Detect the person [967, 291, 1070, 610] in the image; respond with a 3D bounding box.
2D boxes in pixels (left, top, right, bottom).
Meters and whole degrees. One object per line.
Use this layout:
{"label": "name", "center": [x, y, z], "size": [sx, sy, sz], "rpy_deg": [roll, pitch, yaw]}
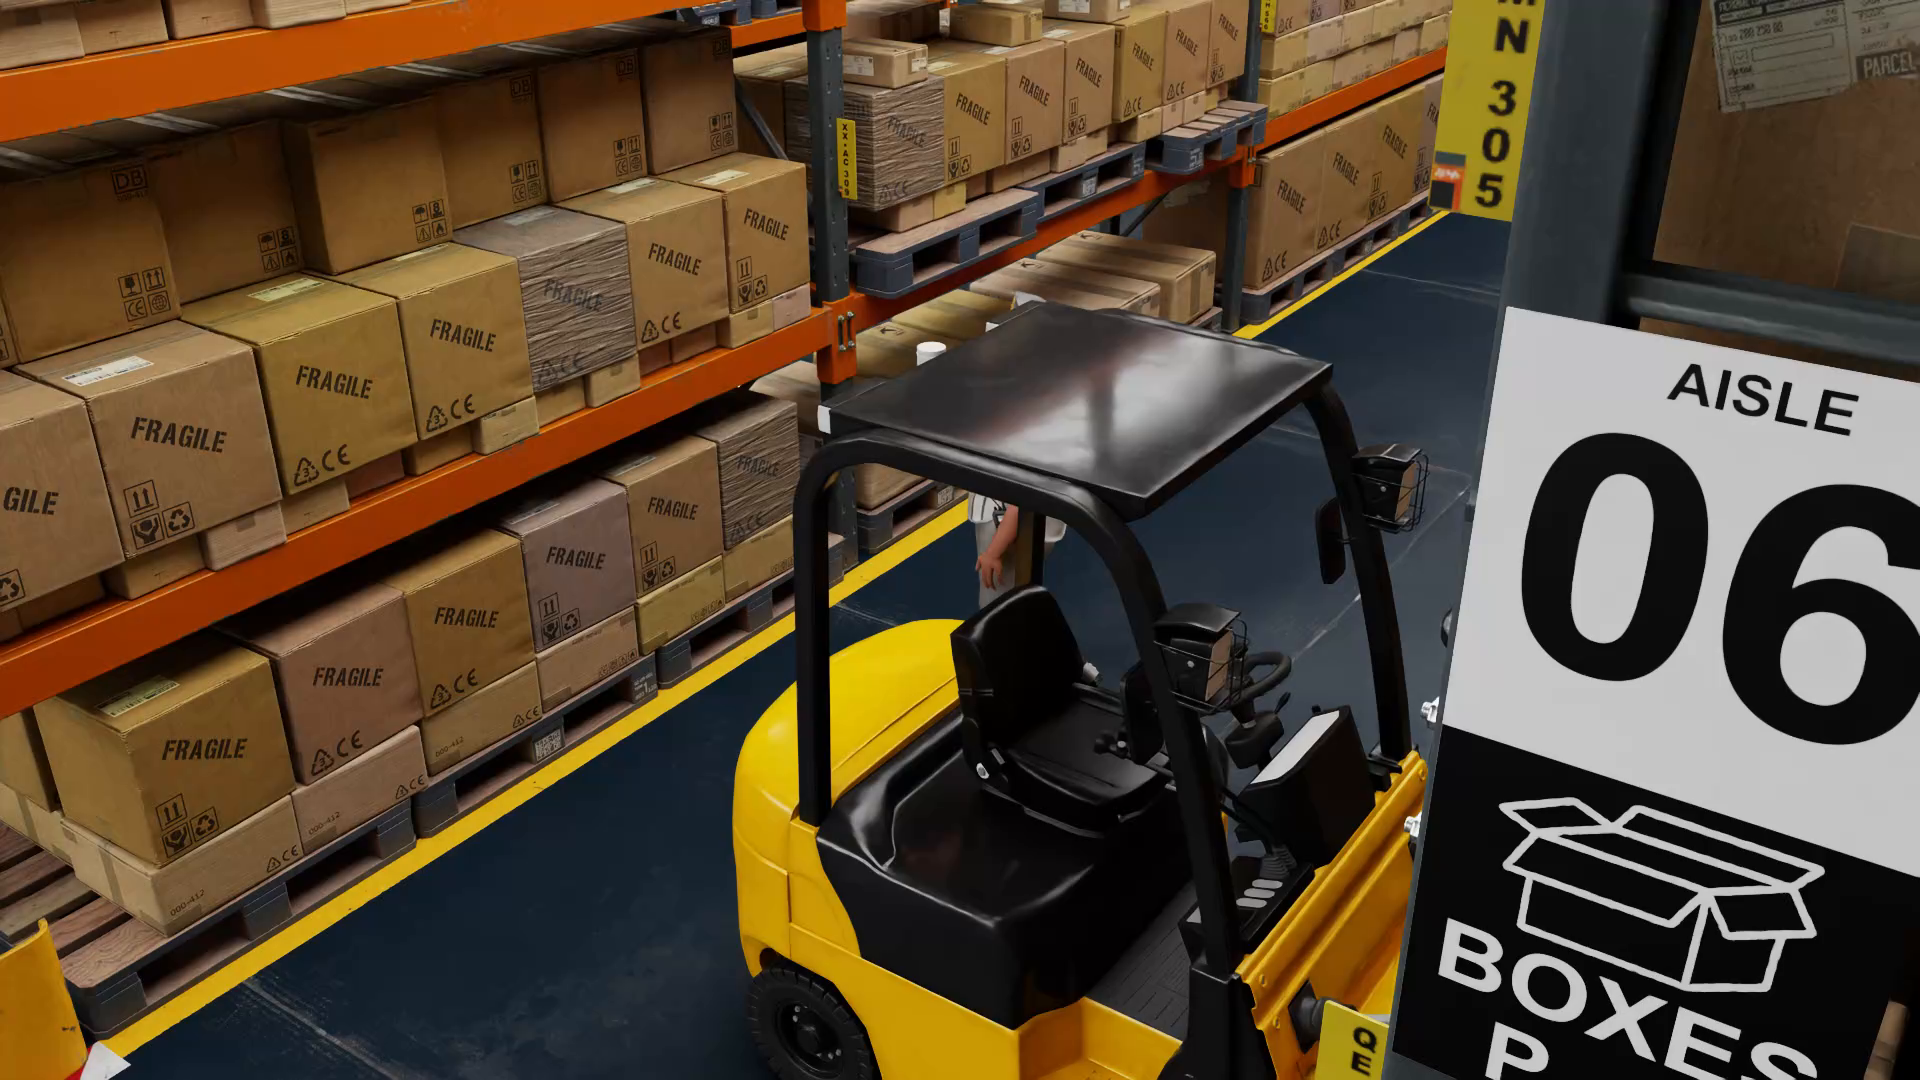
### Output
{"label": "person", "center": [0.136, -0.093, 6.241], "size": [0.575, 1.780, 0.640], "rpy_deg": [5, 27, 9]}
